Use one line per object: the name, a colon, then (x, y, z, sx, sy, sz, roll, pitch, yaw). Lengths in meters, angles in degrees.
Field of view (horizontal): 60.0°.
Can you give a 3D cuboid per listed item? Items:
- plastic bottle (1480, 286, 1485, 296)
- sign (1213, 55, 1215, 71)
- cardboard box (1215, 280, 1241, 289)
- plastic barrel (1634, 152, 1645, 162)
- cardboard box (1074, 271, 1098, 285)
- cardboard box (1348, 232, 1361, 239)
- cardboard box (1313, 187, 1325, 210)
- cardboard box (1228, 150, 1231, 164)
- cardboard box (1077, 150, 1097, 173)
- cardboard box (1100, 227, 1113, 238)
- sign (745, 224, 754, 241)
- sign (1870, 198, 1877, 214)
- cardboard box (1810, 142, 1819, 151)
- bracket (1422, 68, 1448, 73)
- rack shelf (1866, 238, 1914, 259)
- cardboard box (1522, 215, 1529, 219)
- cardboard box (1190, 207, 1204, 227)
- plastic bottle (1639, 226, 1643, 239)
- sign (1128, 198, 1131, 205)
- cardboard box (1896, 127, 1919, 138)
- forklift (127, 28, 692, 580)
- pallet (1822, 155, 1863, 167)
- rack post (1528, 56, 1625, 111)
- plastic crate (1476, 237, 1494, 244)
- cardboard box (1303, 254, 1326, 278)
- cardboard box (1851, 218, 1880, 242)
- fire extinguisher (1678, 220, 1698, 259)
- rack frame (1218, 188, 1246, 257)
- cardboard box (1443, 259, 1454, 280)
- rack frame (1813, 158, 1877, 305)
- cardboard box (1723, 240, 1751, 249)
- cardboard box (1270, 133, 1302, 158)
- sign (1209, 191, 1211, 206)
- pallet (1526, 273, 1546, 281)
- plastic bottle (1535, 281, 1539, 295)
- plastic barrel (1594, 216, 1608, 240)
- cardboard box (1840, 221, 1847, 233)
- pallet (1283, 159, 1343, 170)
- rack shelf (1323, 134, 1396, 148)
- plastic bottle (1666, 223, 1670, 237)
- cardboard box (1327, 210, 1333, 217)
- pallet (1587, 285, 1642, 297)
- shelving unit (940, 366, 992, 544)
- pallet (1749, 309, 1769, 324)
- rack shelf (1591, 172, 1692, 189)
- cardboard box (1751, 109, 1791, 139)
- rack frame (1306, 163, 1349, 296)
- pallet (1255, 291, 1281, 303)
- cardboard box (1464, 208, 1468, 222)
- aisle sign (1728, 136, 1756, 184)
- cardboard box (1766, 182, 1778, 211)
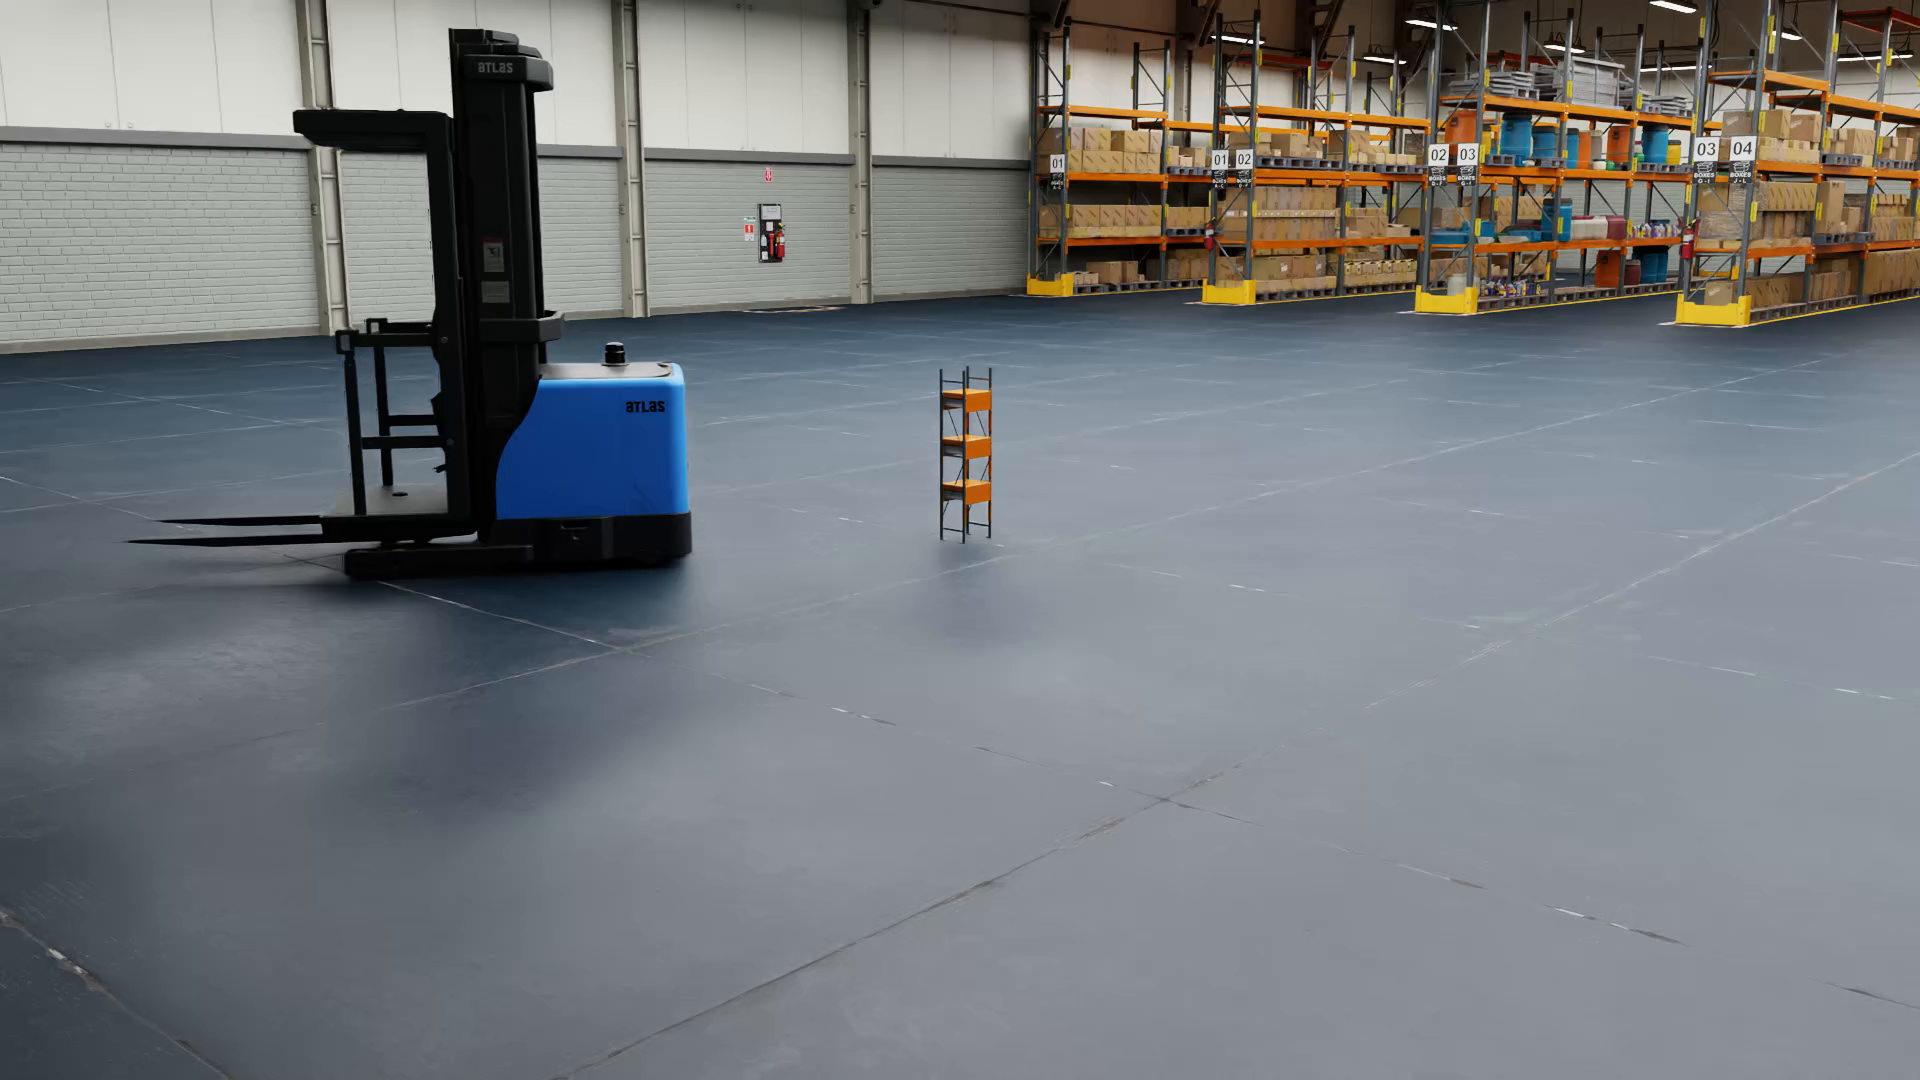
plastic bottle: (10.763, -5.131, 34.266, 0.097, 0.201, 0.097, 0, 11, 0)
sign: (5.379, -10.072, 35.079, 0.100, 0.325, 0.005, 10, 15, 40)
cardboard box: (5.909, -5.536, 36.219, 0.500, 0.250, 0.500, 10, 15, 40)
plastic barrel: (15.648, -8.824, 38.400, 0.294, 0.245, 0.294, 0, 11, 0)
cardboard box: (2.954, -6.273, 39.700, 0.500, 0.311, 0.500, -11, 15, -43)
cardboard box: (9.156, -7.131, 38.896, 0.380, 0.149, 0.250, 10, 15, 40)
cardboard box: (7.797, -7.695, 37.510, 0.700, 0.500, 0.500, 10, 15, 40)
cardboard box: (7.605, -10.192, 44.542, 0.700, 0.500, 0.500, 8, 14, 36)
cardboard box: (2.843, -8.822, 38.759, 0.500, 0.500, 0.500, -11, 16, -44)
cardboard box: (3.287, -7.321, 39.538, 0.500, 0.250, 0.500, 9, 15, 39)
sign: (-4.197, -6.124, 33.124, 0.001, 0.329, 0.234, 10, 15, 40)
sign: (18.911, -6.917, 34.432, 0.100, 0.325, 0.005, 10, 15, 40)
cardboard box: (15.859, -7.376, 31.191, 0.380, 0.149, 0.250, 10, 15, 42)
bracket: (15.463, -15.048, 53.389, 0.076, 0.066, 3.189, 10, 15, 40)
rack shelf: (19.817, -6.399, 36.425, 1.077, 0.370, 4.000, 10, 15, 40)
cardboard box: (15.242, -8.640, 45.555, 0.500, 0.500, 0.500, 9, 15, 40)
cardboard box: (5.841, -8.307, 42.767, 0.500, 0.500, 0.700, -10, 15, -40)
plastic bottle: (15.885, -7.178, 38.789, 0.061, 0.283, 0.133, 10, 15, 40)
sign: (4.275, -8.429, 41.798, 0.100, 0.325, 0.005, 10, 15, 40)
cardboard box: (21.763, -9.326, 38.089, 0.500, 0.250, 0.500, 9, 14, 37)
forklift: (-3.098, -1.329, 9.382, 3.031, 2.935, 1.130, -2, 11, -10)
pallet: (17.026, -7.477, 32.812, 1.213, 0.211, 1.003, 10, 15, 40)
rack post: (13.371, -9.850, 36.040, 1.013, 1.000, 3.121, 10, 15, 40)
plastic crate: (10.328, -5.881, 32.672, 0.298, 0.136, 0.250, 10, 15, 40)
cardboard box: (7.937, -6.207, 37.661, 0.500, 0.500, 0.500, 10, 15, 40)
cardboard box: (19.022, -6.542, 35.054, 0.500, 0.500, 0.500, 10, 15, 42)
fire extinguisher: (12.794, -5.285, 29.210, 0.296, 0.674, 0.183, 10, 15, 40)
rack frame: (7.334, -8.378, 44.501, 1.000, 3.000, 0.127, 10, 15, 40)
cardboard box: (12.249, -6.909, 42.405, 0.500, 0.500, 0.500, 10, 15, 40)
rack frame: (18.497, -6.457, 34.882, 1.000, 3.000, 0.127, 10, 15, 40)
cardboard box: (13.583, -5.168, 29.069, 0.380, 0.149, 0.250, 10, 15, 40)
cardboard box: (7.079, -8.565, 36.092, 0.500, 0.500, 0.500, 10, 15, 40)
sign: (5.379, -7.318, 35.629, 0.100, 0.325, 0.005, 10, 15, 40)
pallet: (15.763, -7.419, 46.819, 1.003, 0.211, 1.213, 10, 15, 40)
plastic bottle: (12.066, -5.279, 34.796, 0.061, 0.283, 0.133, 11, 16, 43)
plastic barrel: (14.258, -6.973, 37.181, 0.421, 0.512, 0.421, 0, 11, 0)
cardboard box: (17.599, -6.317, 33.451, 0.396, 0.266, 0.258, 9, 15, 39)
pallet: (7.874, -8.449, 37.420, 1.003, 0.211, 1.213, 10, 15, 40)
rack shelf: (11.295, -11.654, 48.443, 1.077, 0.370, 4.000, 10, 15, 40)
plastic bottle: (17.056, -7.484, 40.150, 0.144, 0.351, 0.185, 10, 15, 40)
cardboard box: (8.234, -7.413, 37.757, 0.380, 0.149, 0.250, 9, 15, 39)
pallet: (15.265, -5.851, 38.969, 1.003, 0.211, 1.213, 10, 15, 40)
shelving unit: (0.035, -0.523, 10.148, 0.215, 1.050, 0.252, 10, 15, 40)
pallet: (13.829, -4.039, 29.893, 1.003, 0.211, 1.213, 10, 15, 40)
rack shelf: (16.096, -8.510, 39.338, 1.077, 0.370, 4.000, 10, 15, 40)
cardboard box: (14.399, -7.375, 29.526, 0.500, 0.500, 0.500, 10, 15, 40)
rack frame: (8.418, -7.150, 38.351, 1.000, 3.000, 0.127, 10, 15, 40)
pallet: (6.250, -5.312, 36.268, 1.003, 0.211, 1.213, 10, 15, 40)
cardboard box: (12.811, -8.432, 43.441, 0.500, 0.500, 0.700, -9, 15, -39)
aisle sign: (13.400, -6.507, 28.494, 0.394, 0.787, 0.004, 10, 15, 40)
cardboard box: (14.119, -6.084, 29.444, 0.500, 0.500, 0.500, 10, 15, 40)
